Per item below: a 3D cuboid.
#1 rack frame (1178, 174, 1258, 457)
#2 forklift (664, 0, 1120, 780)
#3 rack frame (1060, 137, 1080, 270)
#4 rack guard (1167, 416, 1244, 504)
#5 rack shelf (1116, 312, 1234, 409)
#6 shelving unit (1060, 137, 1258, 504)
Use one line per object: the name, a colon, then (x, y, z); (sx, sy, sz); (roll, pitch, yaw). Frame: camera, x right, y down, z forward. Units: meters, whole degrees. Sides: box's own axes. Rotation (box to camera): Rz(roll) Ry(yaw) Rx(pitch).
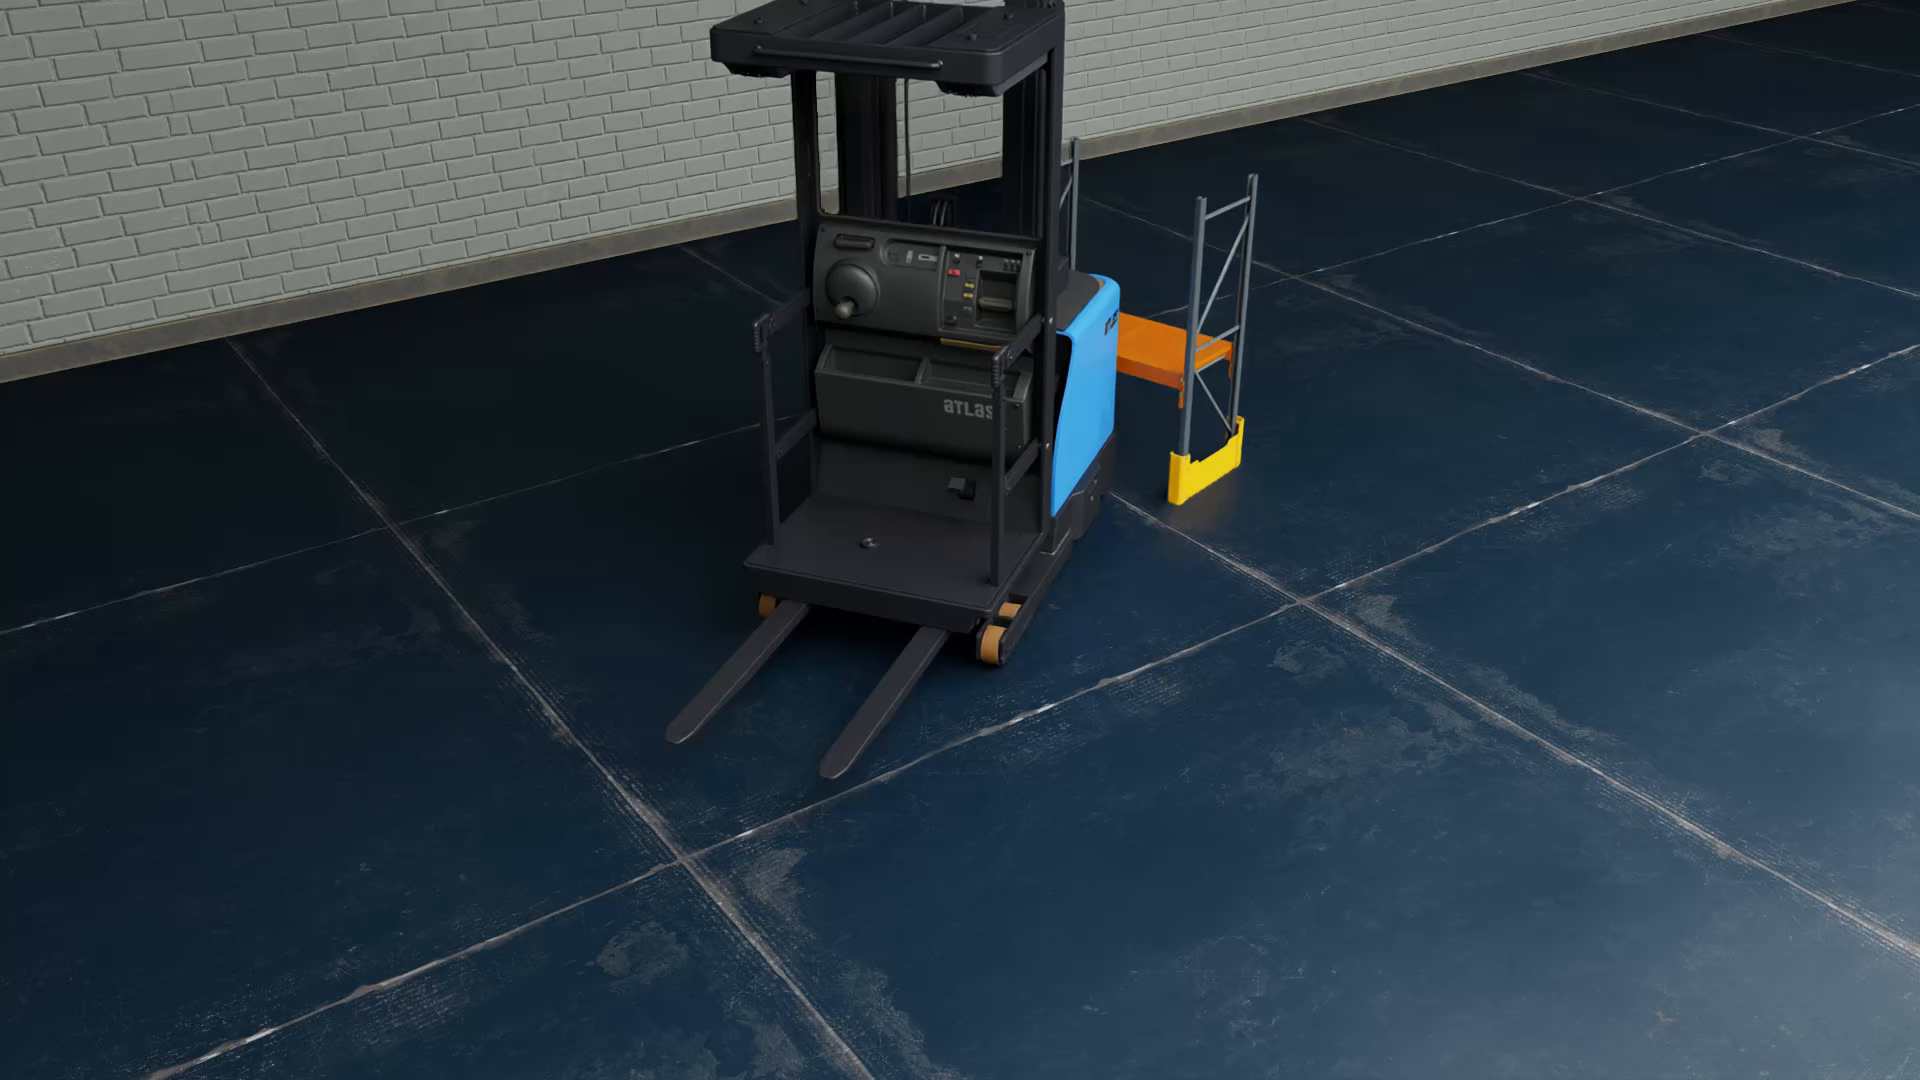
rack frame: (1.220, -0.953, 7.933); (0.032, 1.500, 0.500); (21, 35, 34)
forklift: (-0.225, -0.997, 6.515); (1.130, 2.935, 3.031); (10, 30, 18)
rack frame: (0.429, -1.258, 8.494); (0.032, 1.500, 0.500); (21, 35, 34)
rack guard: (1.219, -0.404, 8.232); (0.087, 0.250, 0.587); (21, 35, 34)
rack shelf: (0.825, -0.947, 8.300); (1.000, 0.185, 0.538); (21, 35, 34)
shelving unit: (0.832, -1.103, 8.209); (1.083, 1.500, 0.587); (21, 35, 34)
